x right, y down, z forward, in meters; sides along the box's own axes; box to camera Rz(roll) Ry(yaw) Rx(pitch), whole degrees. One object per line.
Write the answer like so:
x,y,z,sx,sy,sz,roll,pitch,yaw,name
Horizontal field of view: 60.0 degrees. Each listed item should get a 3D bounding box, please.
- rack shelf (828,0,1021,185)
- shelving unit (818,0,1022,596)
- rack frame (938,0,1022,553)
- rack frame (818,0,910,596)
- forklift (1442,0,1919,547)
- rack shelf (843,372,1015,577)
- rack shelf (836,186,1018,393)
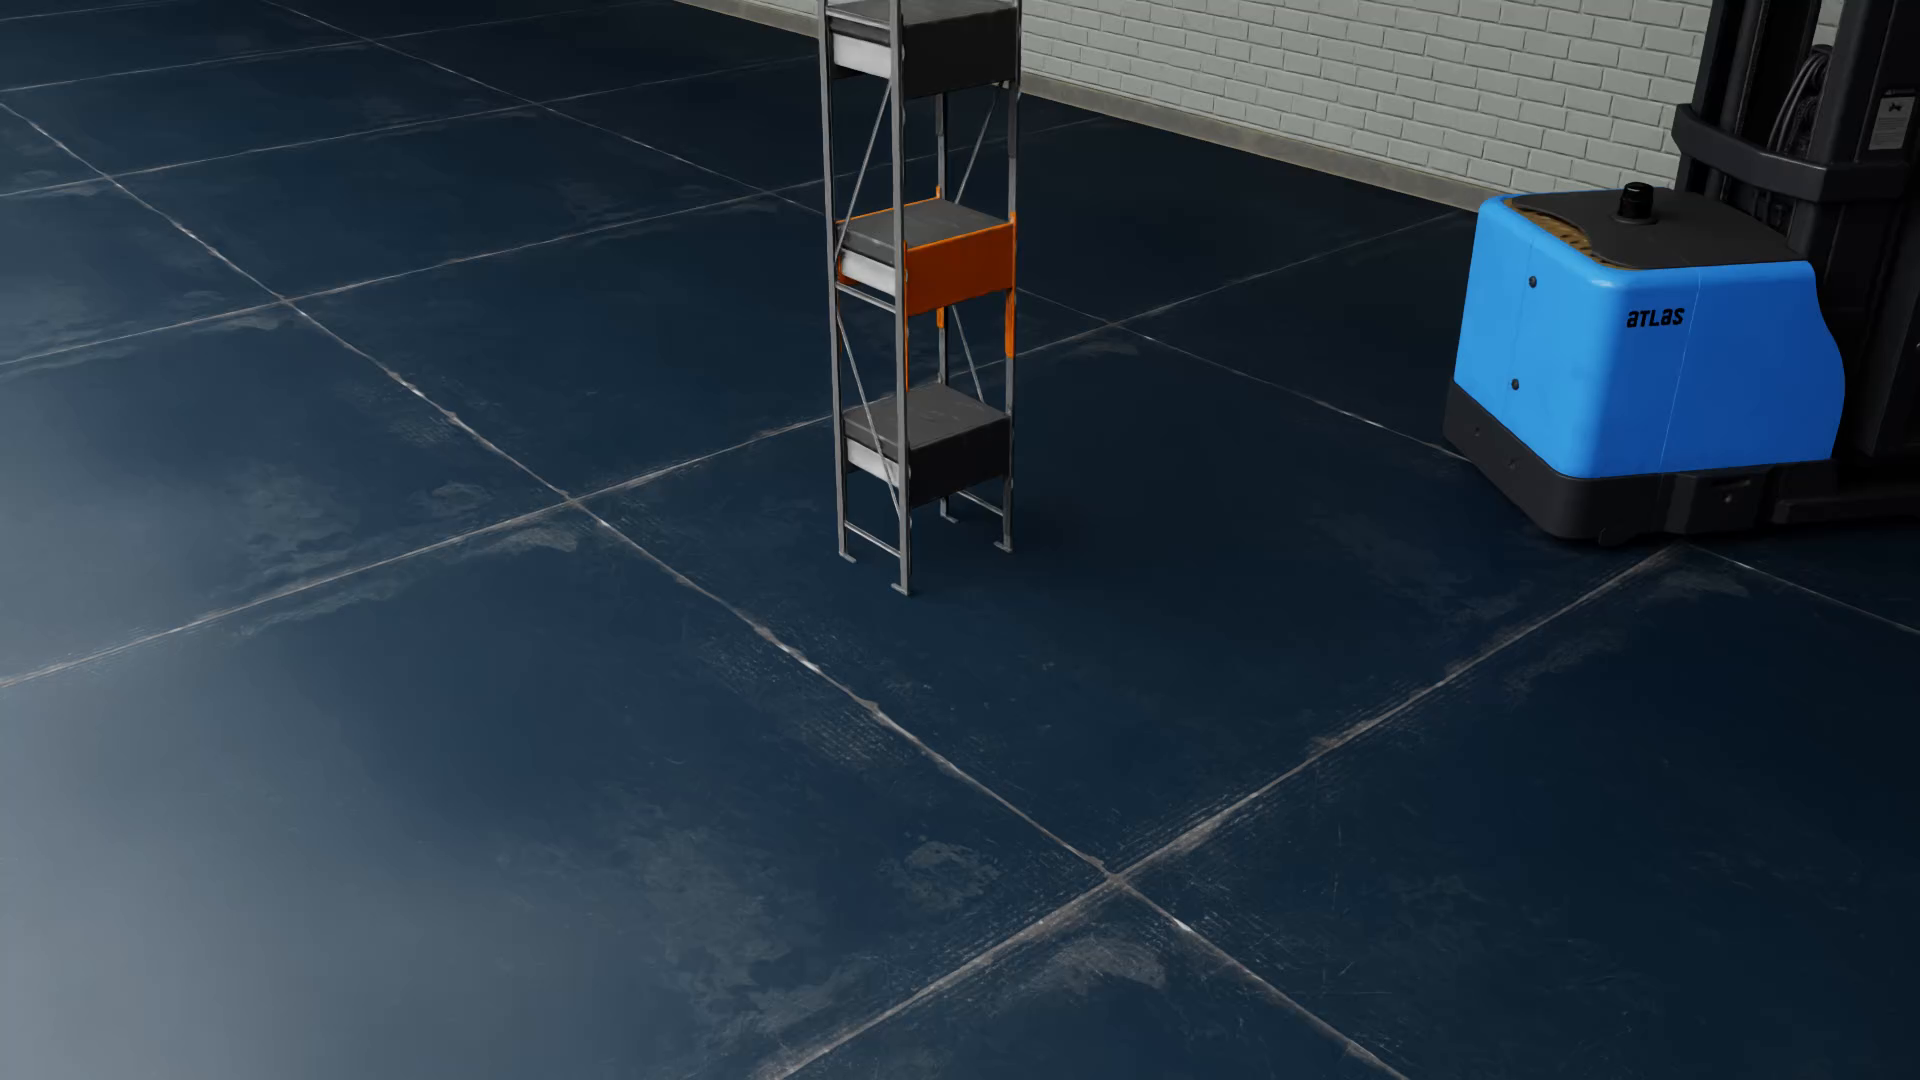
-0.126,-1.481,5.337,0.480,0.518,0.431,-22,35,-35,rack shelf
-0.126,-0.875,5.660,0.503,2.100,0.431,-22,35,-35,shelving unit
0.060,-0.950,5.800,0.015,2.100,0.400,-22,35,-35,rack frame
-0.312,-0.801,5.521,0.015,2.100,0.400,-22,35,-35,rack frame
3.575,-1.591,6.118,3.031,2.935,1.130,-5,28,-9,forklift
-0.126,-0.246,5.997,0.480,0.518,0.431,-22,35,-35,rack shelf
-0.126,-0.863,5.667,0.480,0.518,0.431,-22,35,-35,rack shelf
